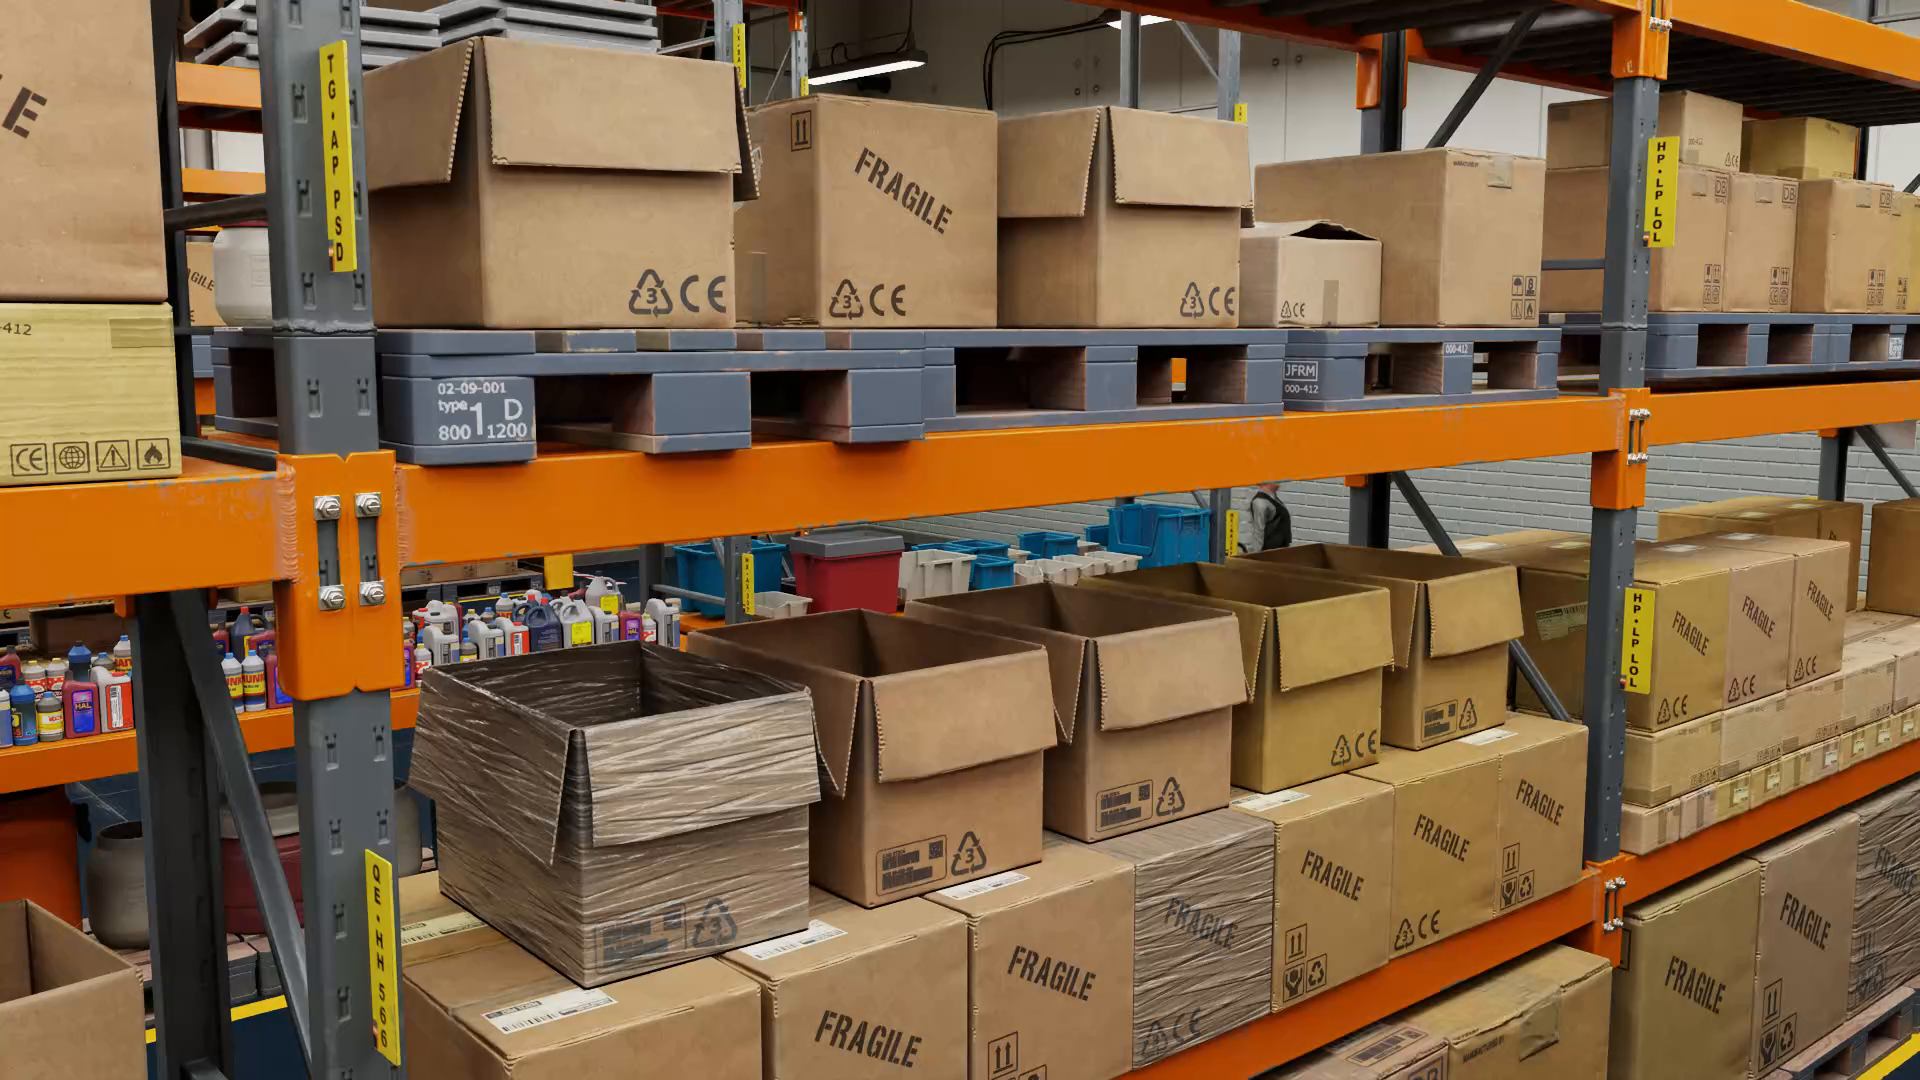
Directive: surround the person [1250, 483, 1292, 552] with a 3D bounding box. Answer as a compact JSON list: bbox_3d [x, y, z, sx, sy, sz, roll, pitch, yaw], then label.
[{"bbox_3d":[2.933,0.201,15.475,0.595,1.785,0.571,2,8,17],"label":"person"}]
